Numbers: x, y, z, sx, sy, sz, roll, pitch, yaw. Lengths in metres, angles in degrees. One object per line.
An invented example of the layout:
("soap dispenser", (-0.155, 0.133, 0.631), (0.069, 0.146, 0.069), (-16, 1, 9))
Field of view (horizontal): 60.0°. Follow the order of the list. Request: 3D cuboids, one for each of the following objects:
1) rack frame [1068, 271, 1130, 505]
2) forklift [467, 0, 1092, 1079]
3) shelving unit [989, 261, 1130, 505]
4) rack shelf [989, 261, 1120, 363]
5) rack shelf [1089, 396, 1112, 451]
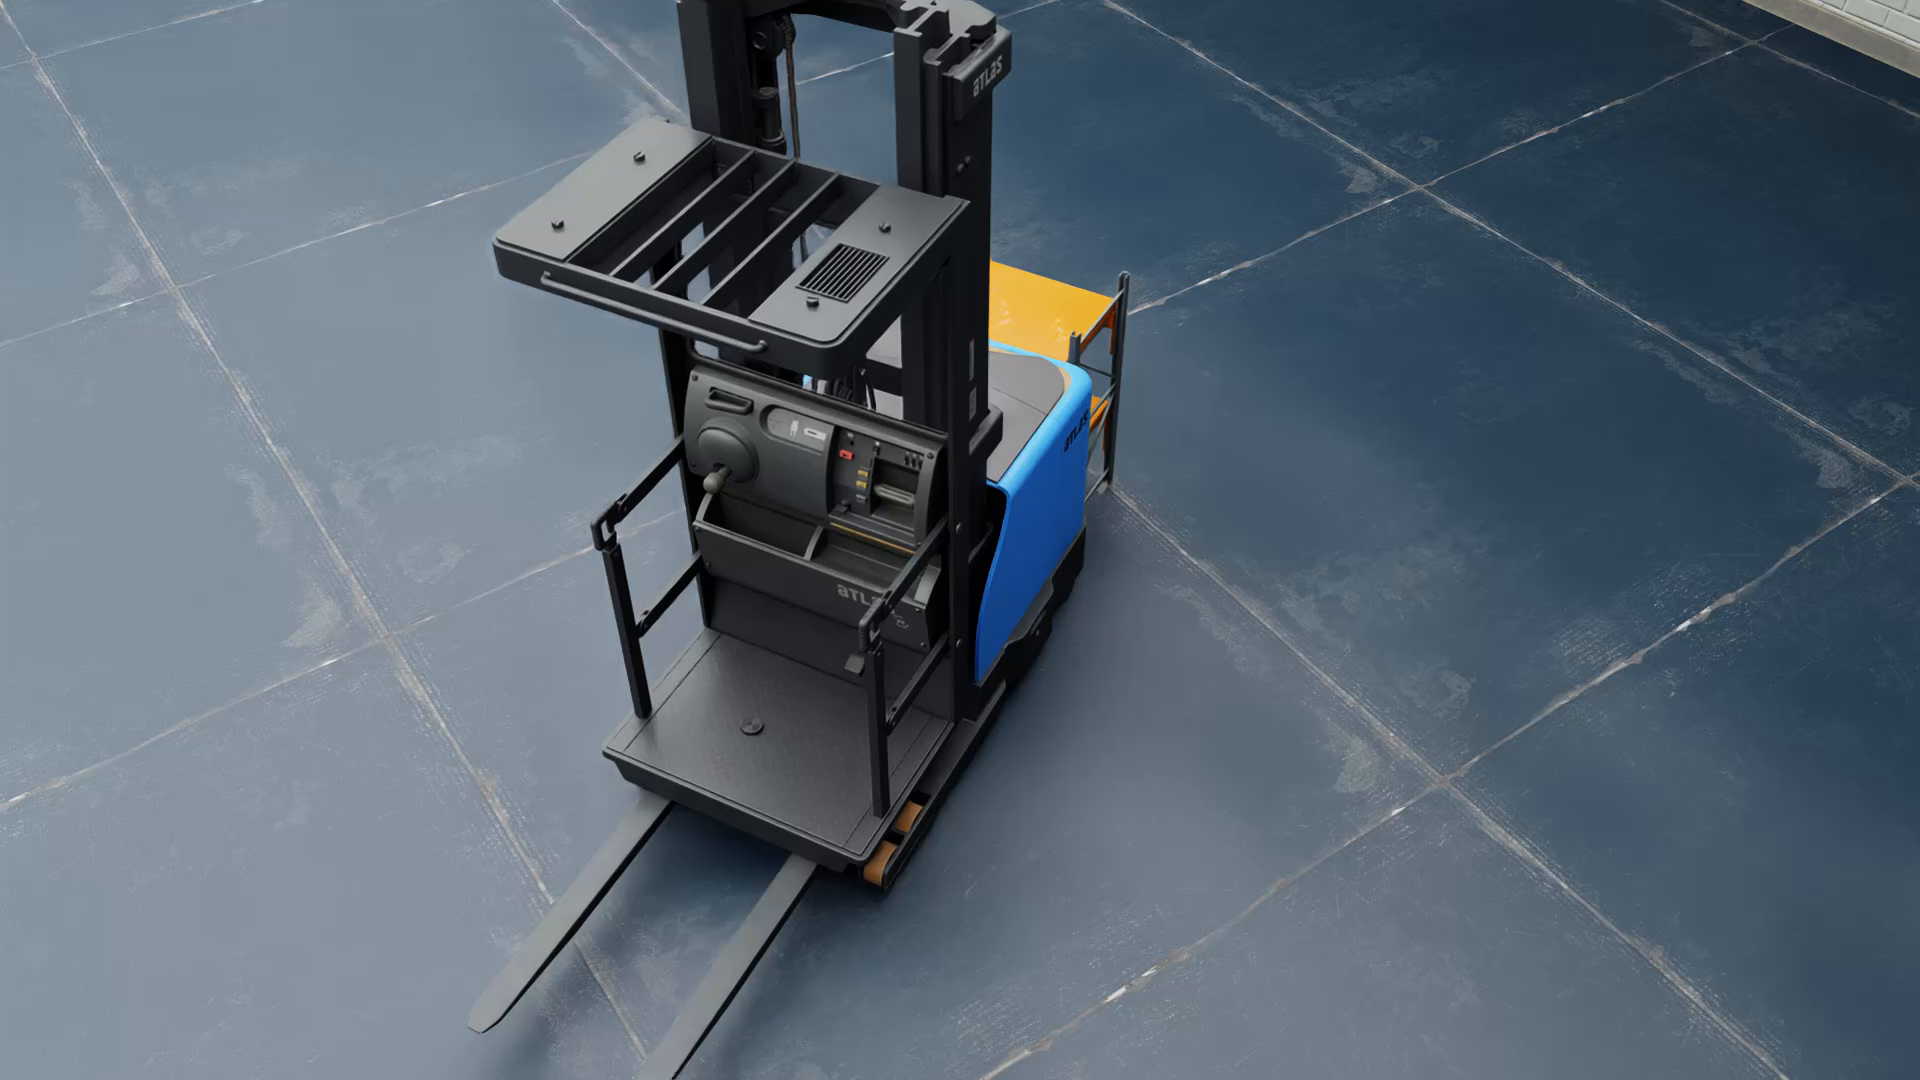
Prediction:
("rack frame", (0.558, -0.532, 6.984), (0.032, 1.125, 0.500), (21, 47, 20))
("forklift", (-0.592, -0.180, 5.306), (1.130, 2.935, 3.031), (19, 47, 19))
("shelving unit", (0.112, -0.701, 7.160), (1.048, 1.125, 0.538), (21, 47, 20))
("rack shelf", (0.112, -0.912, 6.958), (1.000, 0.278, 0.538), (21, 47, 20))
("rack shelf", (0.112, -0.524, 7.329), (1.000, 0.278, 0.538), (21, 47, 20))
